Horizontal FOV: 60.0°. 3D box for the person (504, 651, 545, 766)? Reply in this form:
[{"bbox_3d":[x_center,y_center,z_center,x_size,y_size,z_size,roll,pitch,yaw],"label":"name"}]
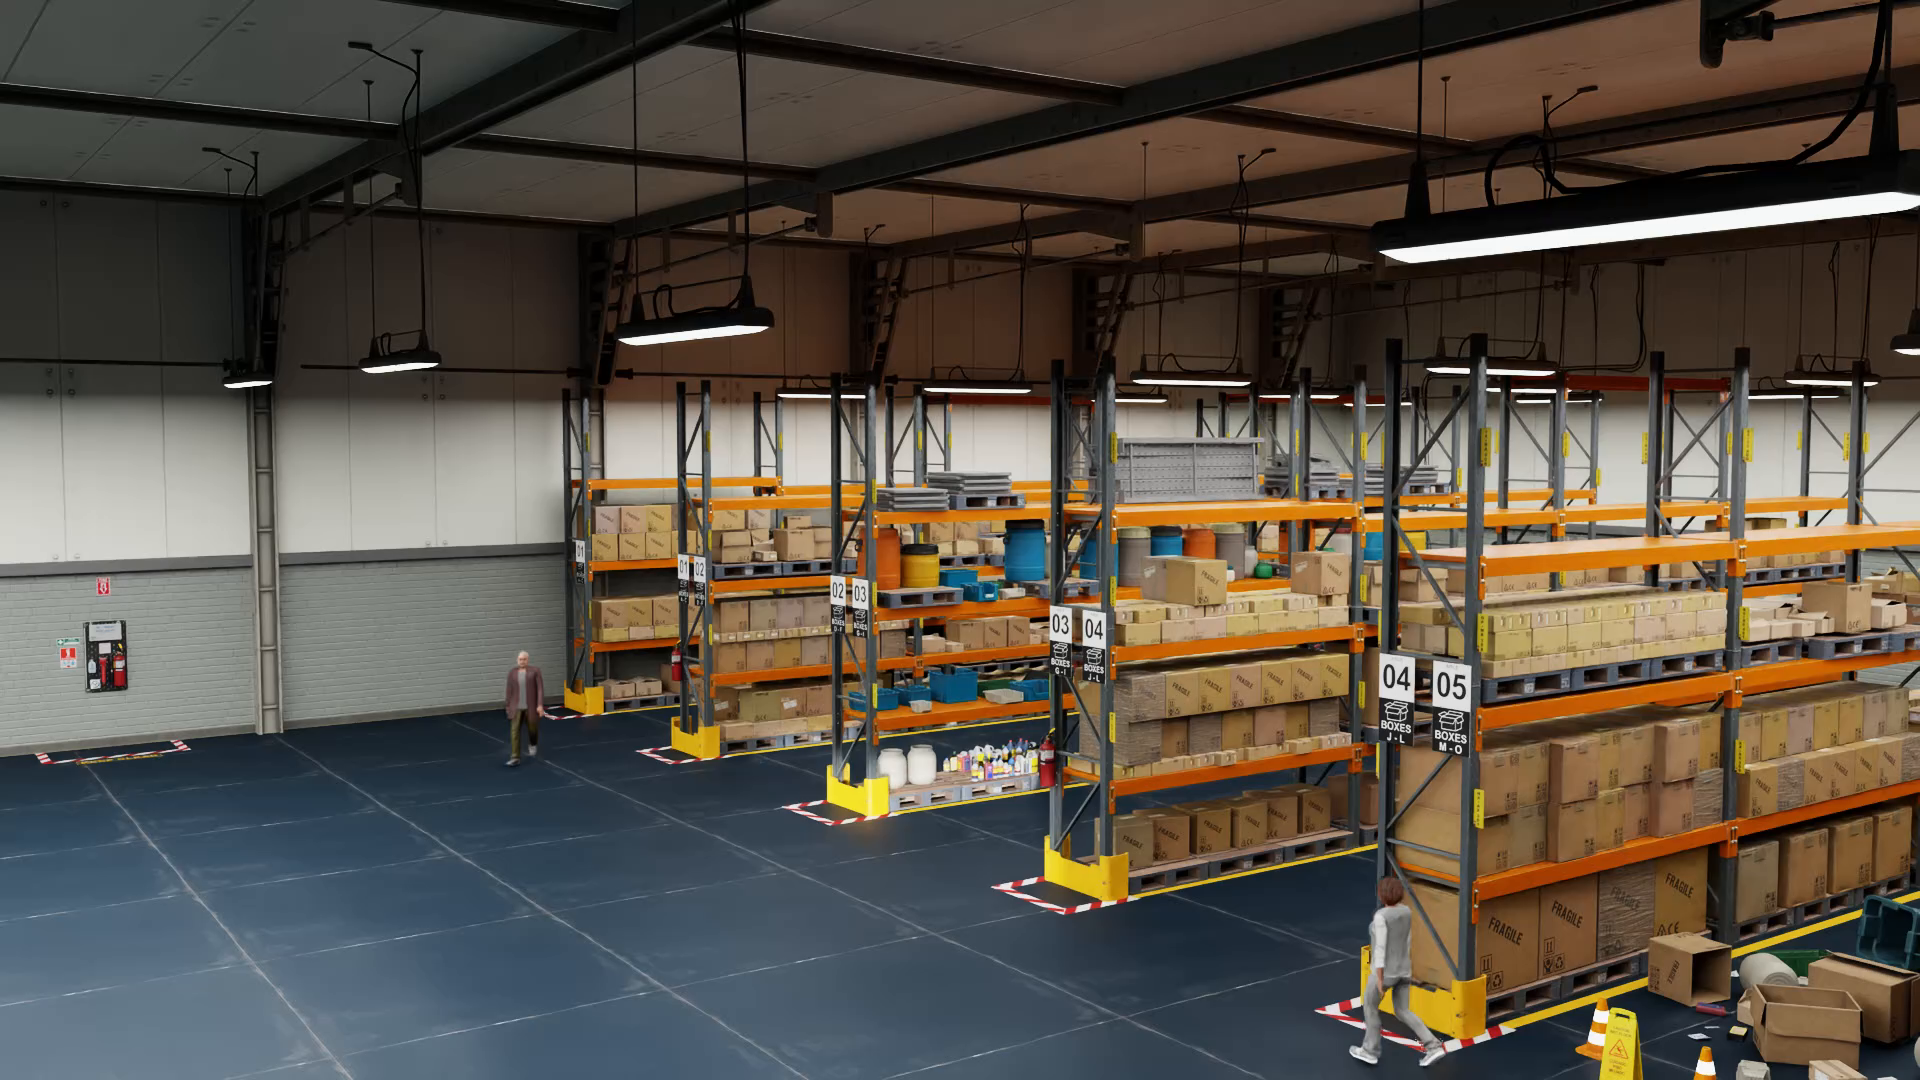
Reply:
[{"bbox_3d":[-6.825,2.606,26.076,0.644,1.749,0.966,0,4,-2],"label":"person"}]

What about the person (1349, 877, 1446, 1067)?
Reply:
[{"bbox_3d":[3.518,3.505,13.433,0.415,1.560,0.842,-3,5,-36],"label":"person"}]
